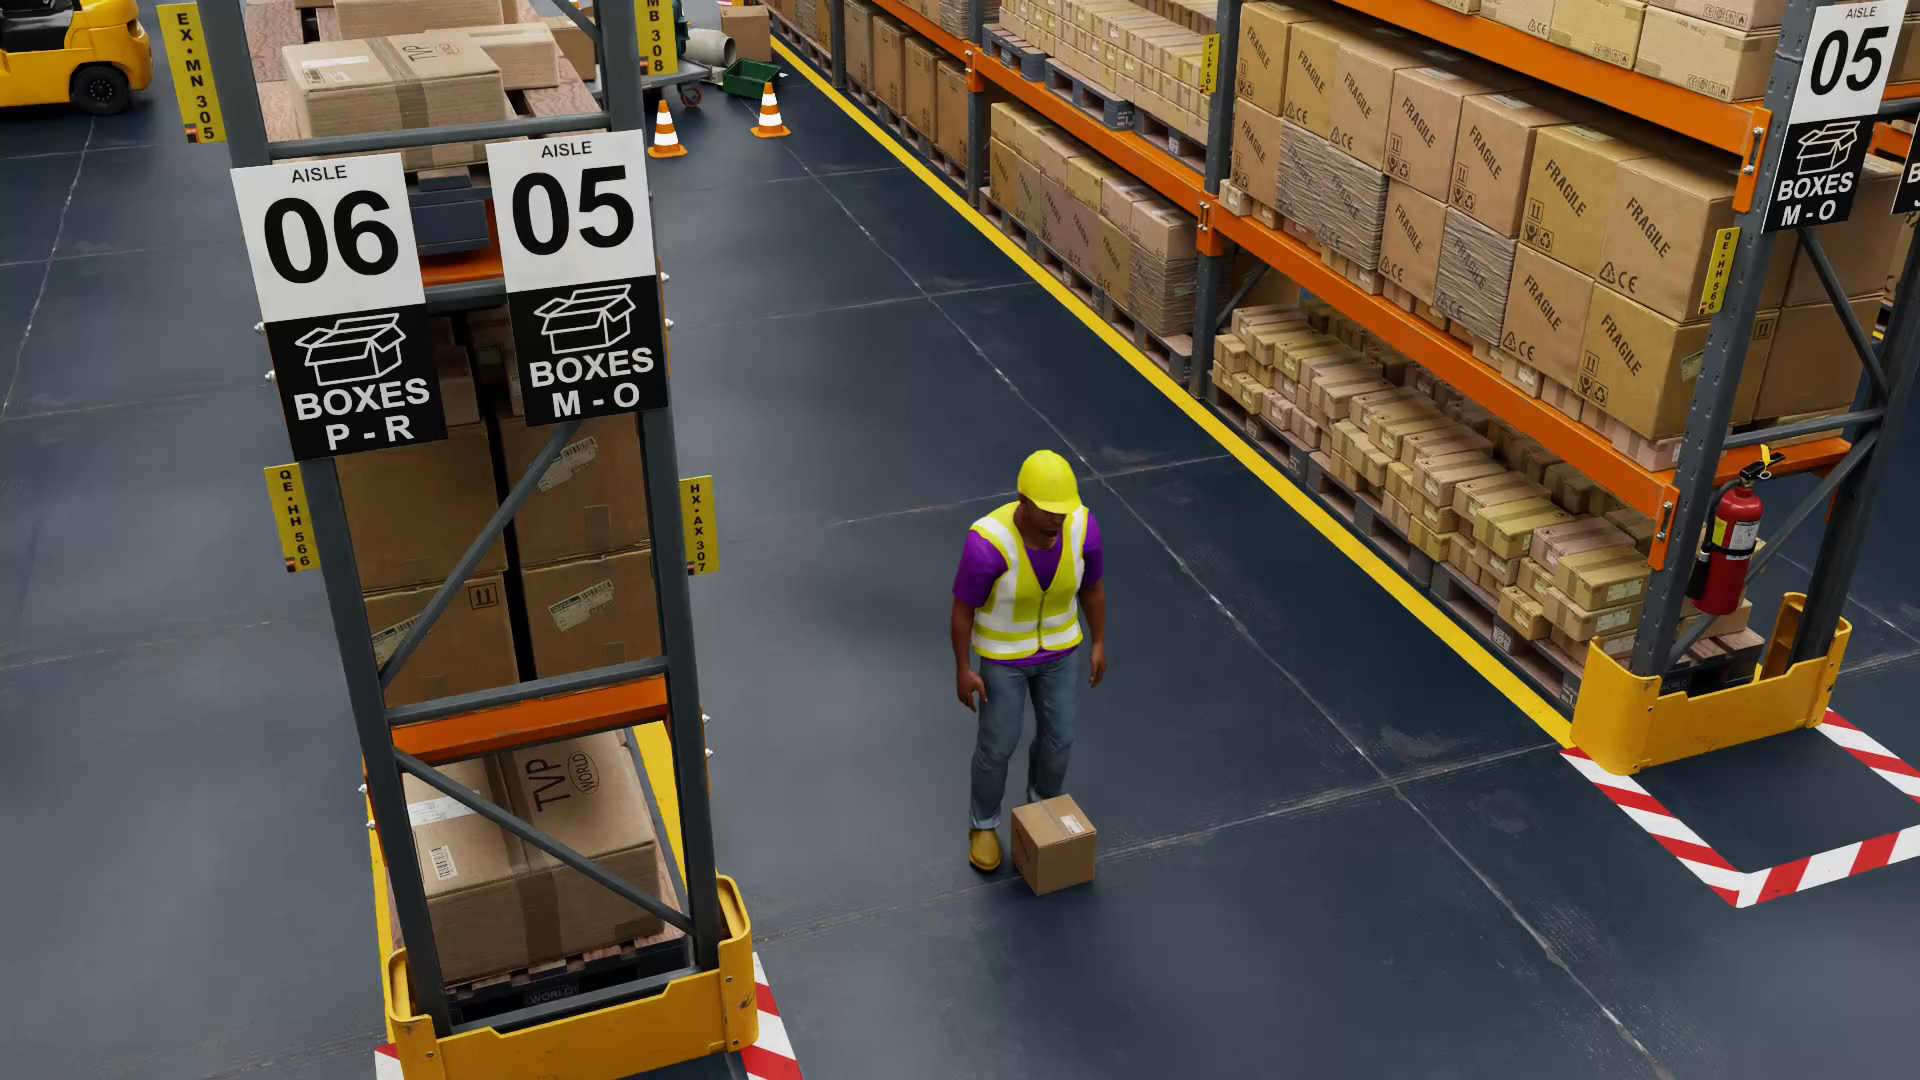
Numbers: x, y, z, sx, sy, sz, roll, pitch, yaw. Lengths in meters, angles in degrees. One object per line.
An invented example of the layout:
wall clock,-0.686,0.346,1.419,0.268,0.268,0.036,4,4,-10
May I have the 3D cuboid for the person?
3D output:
person,0.272,0.439,6.338,0.626,1.761,0.458,-10,31,-18
